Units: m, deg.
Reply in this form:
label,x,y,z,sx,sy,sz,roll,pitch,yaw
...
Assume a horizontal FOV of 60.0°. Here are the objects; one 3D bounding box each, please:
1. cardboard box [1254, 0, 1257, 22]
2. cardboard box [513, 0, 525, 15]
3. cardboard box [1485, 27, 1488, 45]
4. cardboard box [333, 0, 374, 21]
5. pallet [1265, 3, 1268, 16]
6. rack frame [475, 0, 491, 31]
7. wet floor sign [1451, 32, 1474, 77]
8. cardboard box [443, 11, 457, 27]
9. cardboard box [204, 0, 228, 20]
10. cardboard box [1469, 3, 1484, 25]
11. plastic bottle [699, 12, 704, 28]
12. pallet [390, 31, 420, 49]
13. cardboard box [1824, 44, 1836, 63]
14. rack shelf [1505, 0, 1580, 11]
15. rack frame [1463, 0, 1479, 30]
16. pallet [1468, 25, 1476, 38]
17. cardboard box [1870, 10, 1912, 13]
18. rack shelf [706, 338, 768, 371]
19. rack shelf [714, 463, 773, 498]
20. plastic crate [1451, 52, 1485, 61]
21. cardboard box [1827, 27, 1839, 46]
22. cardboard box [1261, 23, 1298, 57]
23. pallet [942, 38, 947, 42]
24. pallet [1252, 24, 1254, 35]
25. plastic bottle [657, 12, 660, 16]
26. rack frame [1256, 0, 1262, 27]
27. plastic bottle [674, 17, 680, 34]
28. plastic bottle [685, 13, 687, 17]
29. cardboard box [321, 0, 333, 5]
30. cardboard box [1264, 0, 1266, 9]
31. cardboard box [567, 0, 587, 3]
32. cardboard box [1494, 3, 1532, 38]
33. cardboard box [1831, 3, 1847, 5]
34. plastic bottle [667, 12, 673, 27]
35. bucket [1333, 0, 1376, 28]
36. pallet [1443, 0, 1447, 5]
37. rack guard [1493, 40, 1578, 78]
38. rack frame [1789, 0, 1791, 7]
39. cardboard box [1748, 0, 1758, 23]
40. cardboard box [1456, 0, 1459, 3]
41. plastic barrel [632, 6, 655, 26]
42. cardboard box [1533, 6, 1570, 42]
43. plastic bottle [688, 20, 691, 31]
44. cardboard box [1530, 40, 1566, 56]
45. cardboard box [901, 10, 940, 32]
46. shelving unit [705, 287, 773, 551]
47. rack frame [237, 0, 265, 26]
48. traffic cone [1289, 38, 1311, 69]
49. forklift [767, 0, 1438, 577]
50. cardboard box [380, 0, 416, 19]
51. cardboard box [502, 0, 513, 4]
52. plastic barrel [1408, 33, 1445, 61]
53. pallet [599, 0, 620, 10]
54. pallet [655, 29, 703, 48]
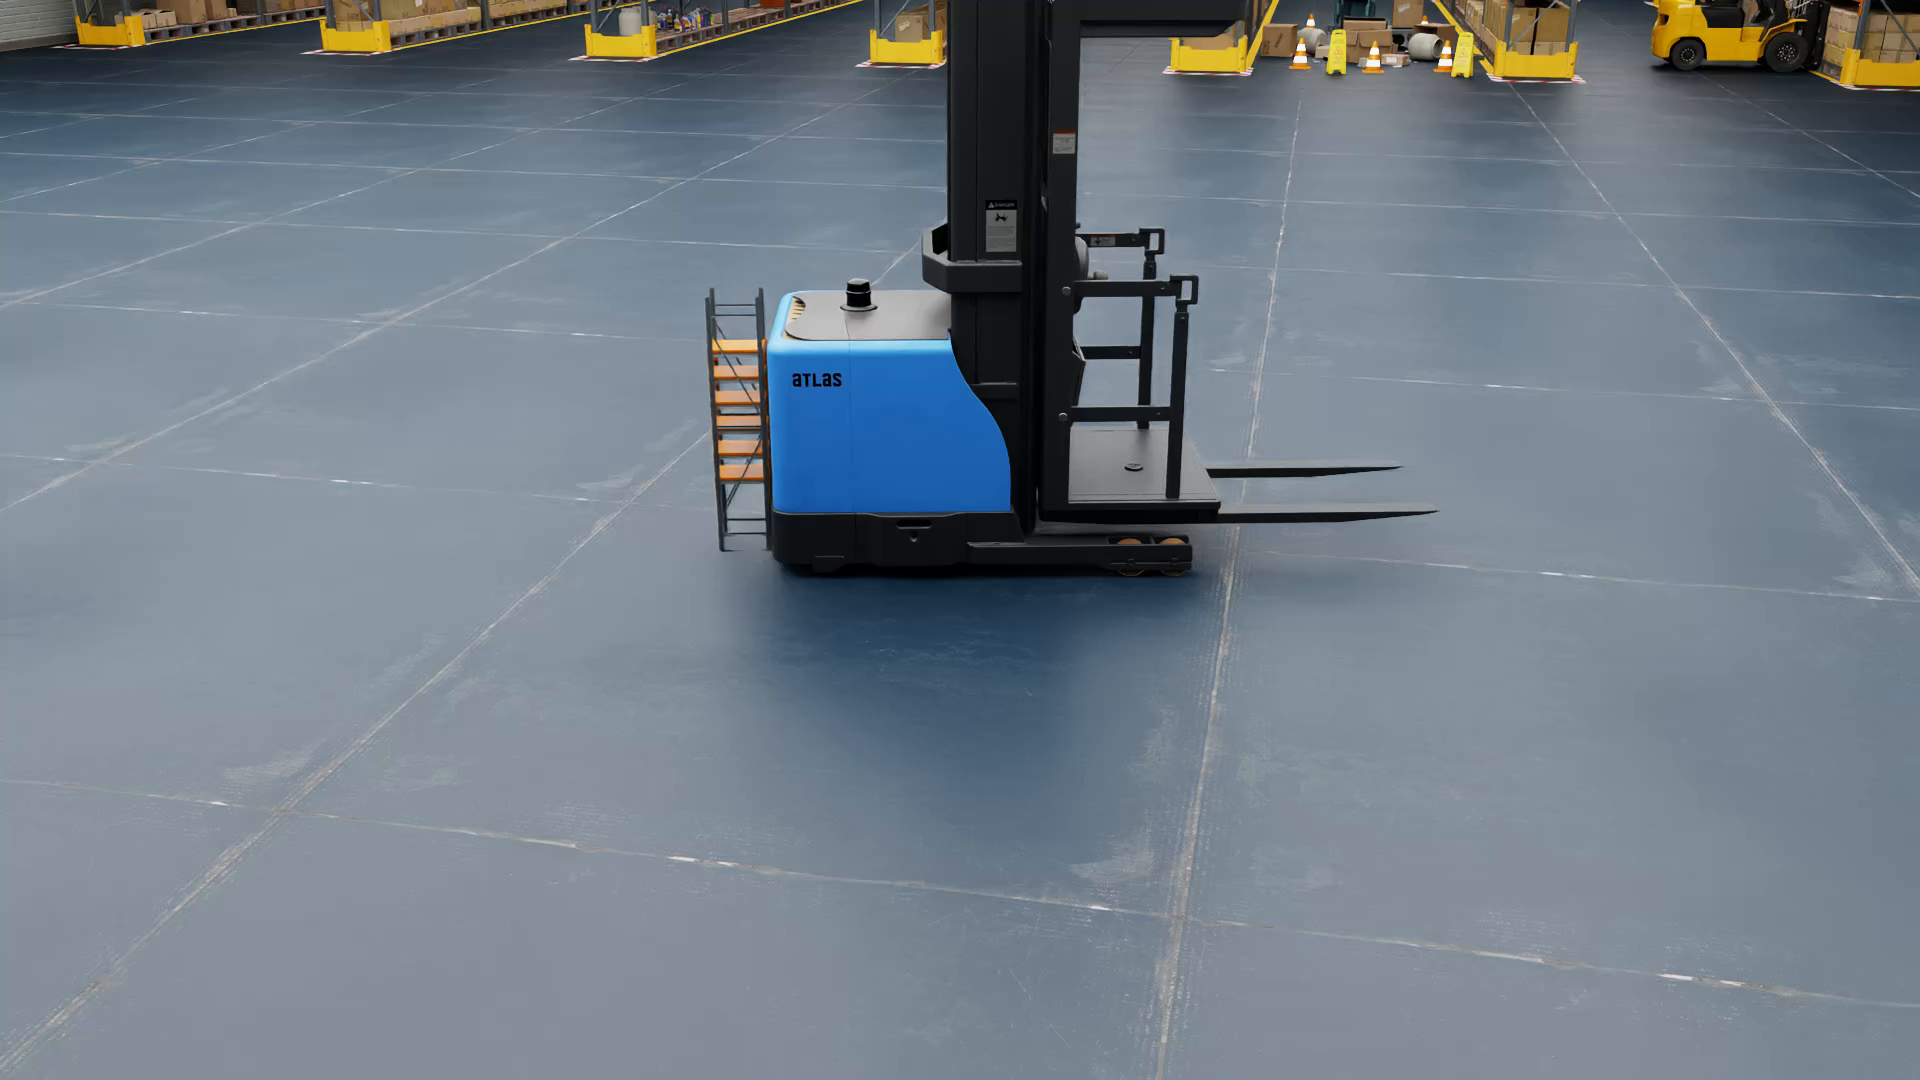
label,x,y,z,sx,sy,sz,roll,pitch,yaw
cardboard box,5.181,-10.391,32.088,1.050,0.750,0.750,5,22,12
cardboard box,-9.247,-10.908,34.042,0.500,0.250,0.500,4,22,9
cardboard box,9.136,-8.500,28.062,0.500,0.250,0.500,6,23,14
cardboard box,-10.778,-9.507,29.559,0.500,0.500,0.500,4,22,11
pallet,6.227,-11.660,36.522,1.003,0.211,1.213,4,22,11
rack frame,-9.780,-11.484,32.353,1.000,3.000,0.127,4,22,11
wet floor sign,7.716,-7.429,25.436,0.267,0.644,0.232,13,25,29
cardboard box,-9.860,-9.851,31.417,0.500,0.250,0.500,4,22,11
cardboard box,-14.803,-10.522,32.722,0.500,0.500,0.500,3,22,7
cardboard box,10.167,-9.934,31.461,0.950,0.372,0.625,4,22,10
plastic bottle,-4.813,-9.659,30.868,0.061,0.283,0.133,6,23,14
pallet,-10.481,-9.011,29.944,1.003,0.211,1.213,4,22,11
cardboard box,13.560,-7.429,25.402,0.500,0.250,0.500,4,22,11
rack shelf,9.210,-8.907,26.917,1.077,0.370,4.000,4,22,11
rack frame,10.435,-11.435,32.231,1.000,3.000,0.127,4,22,11
pallet,10.023,-9.411,30.938,1.003,0.211,1.213,4,22,11
cardboard box,14.044,-7.860,25.134,0.500,0.250,0.500,4,22,11
rack shelf,-1.000,-0.834,7.473,0.258,0.103,0.180,-1,22,-2
rack shelf,-0.999,-0.277,7.697,0.258,0.103,0.180,-1,22,-2
plastic crate,8.495,-8.106,27.874,0.402,0.080,0.583,-3,22,-8
cardboard box,13.568,-7.668,25.327,0.500,0.250,0.500,4,22,10
cardboard box,5.440,-8.508,28.306,0.500,0.500,0.500,8,23,20
pallet,-0.432,-8.738,29.268,1.003,0.211,1.213,4,22,11
pallet,5.082,-9.754,31.791,1.003,0.211,1.213,4,22,11
plastic bottle,-5.616,-9.659,30.869,0.061,0.283,0.133,5,23,13
rack frame,5.568,-11.775,33.076,1.000,3.000,0.127,4,22,11
plastic bottle,-5.073,-9.220,29.795,0.097,0.271,0.097,0,22,0
plastic bottle,-5.028,-9.552,30.603,0.061,0.283,0.133,4,22,11
cardboard box,-14.129,-11.921,36.195,0.700,0.500,0.500,4,22,11
cardboard box,6.266,-11.609,35.446,0.500,0.500,0.500,4,22,10
cardboard box,-8.591,-12.136,36.729,0.500,0.500,0.500,5,23,13
cardboard box,8.814,-8.280,26.513,0.500,0.500,0.500,5,23,13
cardboard box,13.868,-8.456,26.615,0.500,0.250,0.500,5,23,13
plastic bottle,-5.414,-9.718,31.030,0.097,0.271,0.097,0,22,0
bucket,6.981,-9.274,29.212,0.726,0.611,0.620,13,15,29
pallet,11.980,-12.769,39.276,1.003,0.211,1.213,4,22,11
rack guard,8.818,-7.377,25.502,1.175,0.500,0.348,4,22,11
rack frame,14.478,-9.595,27.663,1.000,3.000,0.127,4,22,11
cardboard box,15.028,-9.685,30.501,0.875,0.625,0.625,5,23,13
cardboard box,11.484,-12.126,36.813,0.875,0.438,0.875,4,22,10
plastic barrel,-5.586,-9.113,29.233,0.421,0.512,0.421,0,22,0
cardboard box,9.242,-8.059,25.963,0.500,0.500,0.500,4,22,9
plastic bottle,-4.962,-9.386,30.300,0.097,0.201,0.097,0,22,0
cardboard box,9.237,-7.702,26.082,0.500,0.250,0.500,4,22,10
cardboard box,-0.667,-8.748,28.344,0.500,0.500,0.500,11,24,25
shelving unit,-0.999,-0.541,7.591,0.258,1.200,0.189,-1,22,-2
rack frame,-14.630,-11.860,33.287,1.000,3.000,0.127,4,22,11
traffic cone,5.434,-7.759,26.499,0.336,0.463,0.334,4,22,11
forklift,0.661,-1.394,7.392,3.031,2.935,1.130,-1,22,-2
cardboard box,-10.169,-9.650,29.915,0.500,0.500,0.500,4,22,11
cardboard box,-9.345,-10.978,33.465,0.500,0.311,0.500,4,22,10
plastic barrel,7.742,-8.185,27.610,0.421,0.421,0.512,-16,27,-35
pallet,-8.524,-12.368,38.282,1.003,0.211,1.213,4,22,11
pallet,-5.356,-9.122,30.220,1.003,0.211,1.213,4,22,11
